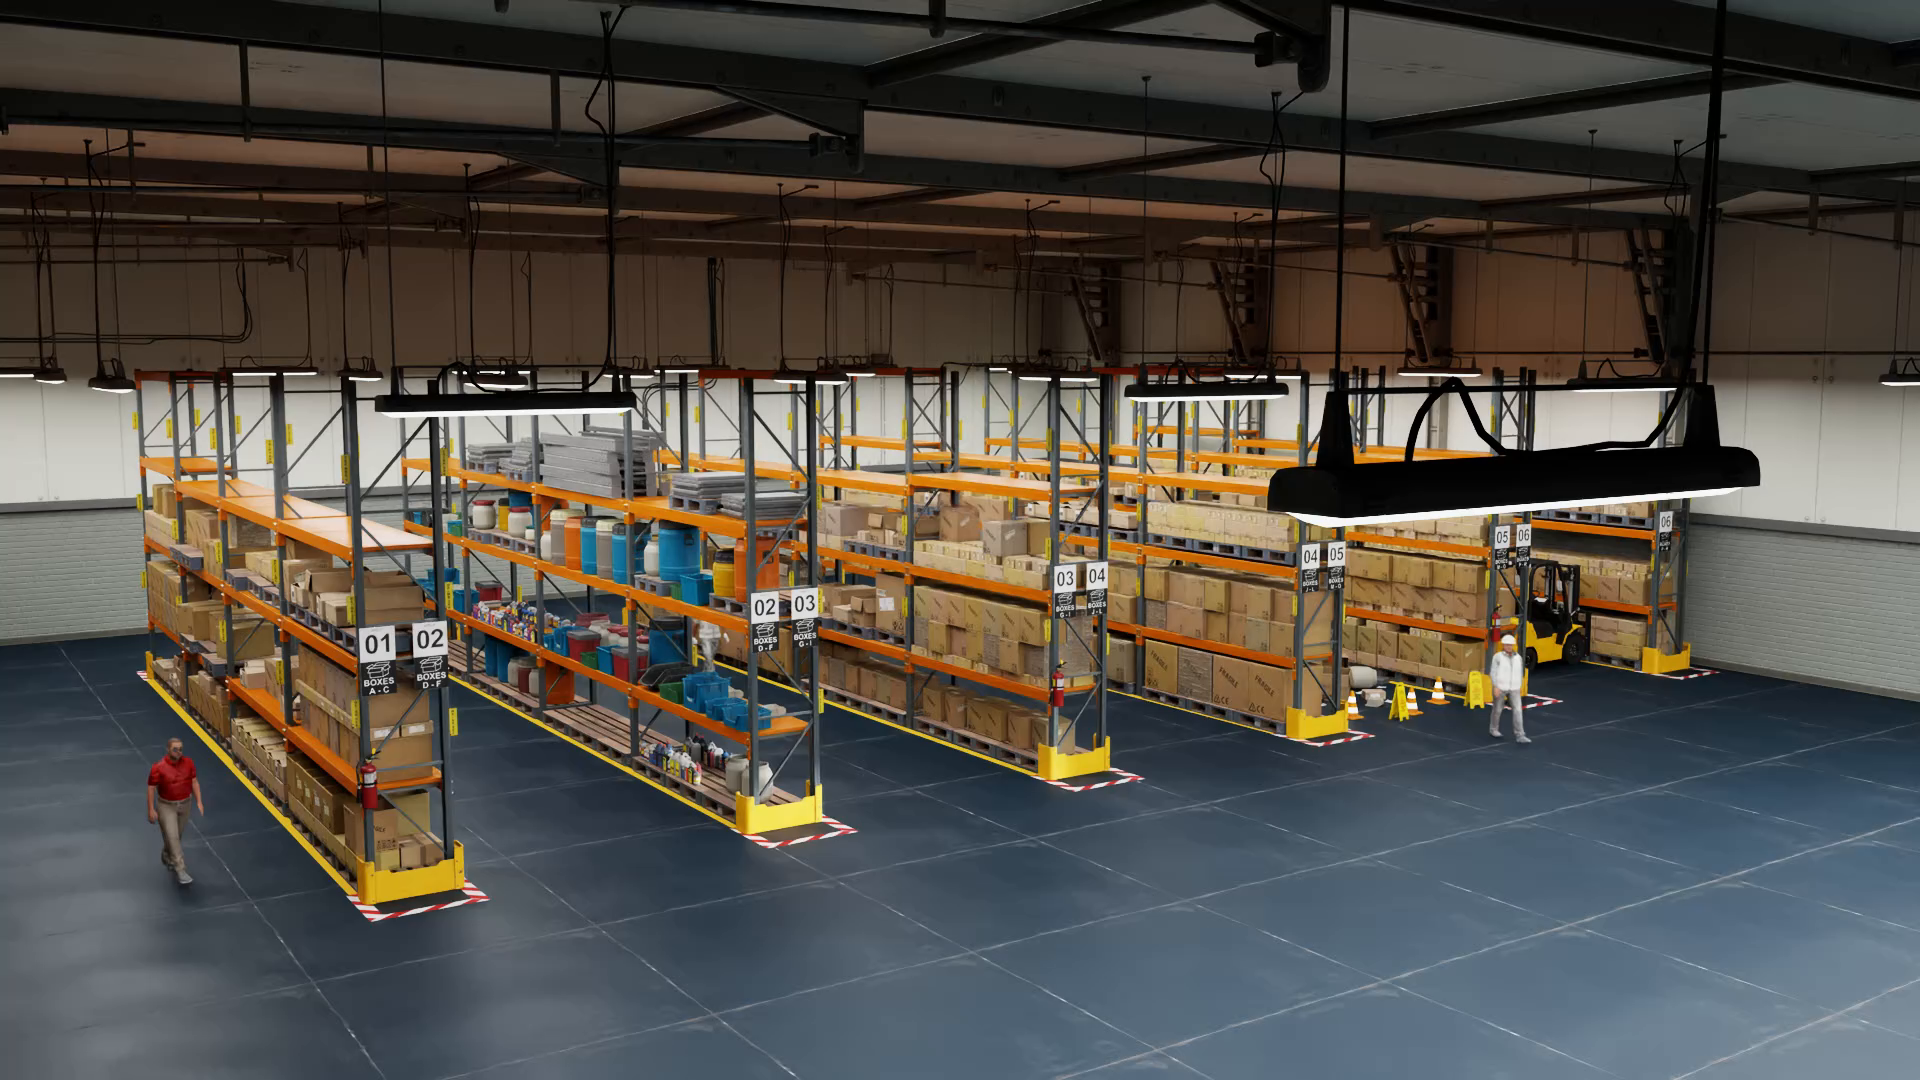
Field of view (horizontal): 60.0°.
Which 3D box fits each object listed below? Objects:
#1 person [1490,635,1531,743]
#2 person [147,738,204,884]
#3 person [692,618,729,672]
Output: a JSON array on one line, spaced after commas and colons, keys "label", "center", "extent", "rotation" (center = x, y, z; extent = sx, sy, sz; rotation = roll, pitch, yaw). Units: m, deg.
[{"label": "person", "center": [8.924, 2.408, 27.032], "extent": [0.581, 1.719, 0.989], "rotation": [0, 6, 0]}, {"label": "person", "center": [-9.430, 3.216, 20.029], "extent": [1.044, 1.671, 0.575], "rotation": [5, 8, 35]}, {"label": "person", "center": [-4.741, 1.861, 31.748], "extent": [0.613, 1.714, 1.054], "rotation": [-5, 8, -37]}]
